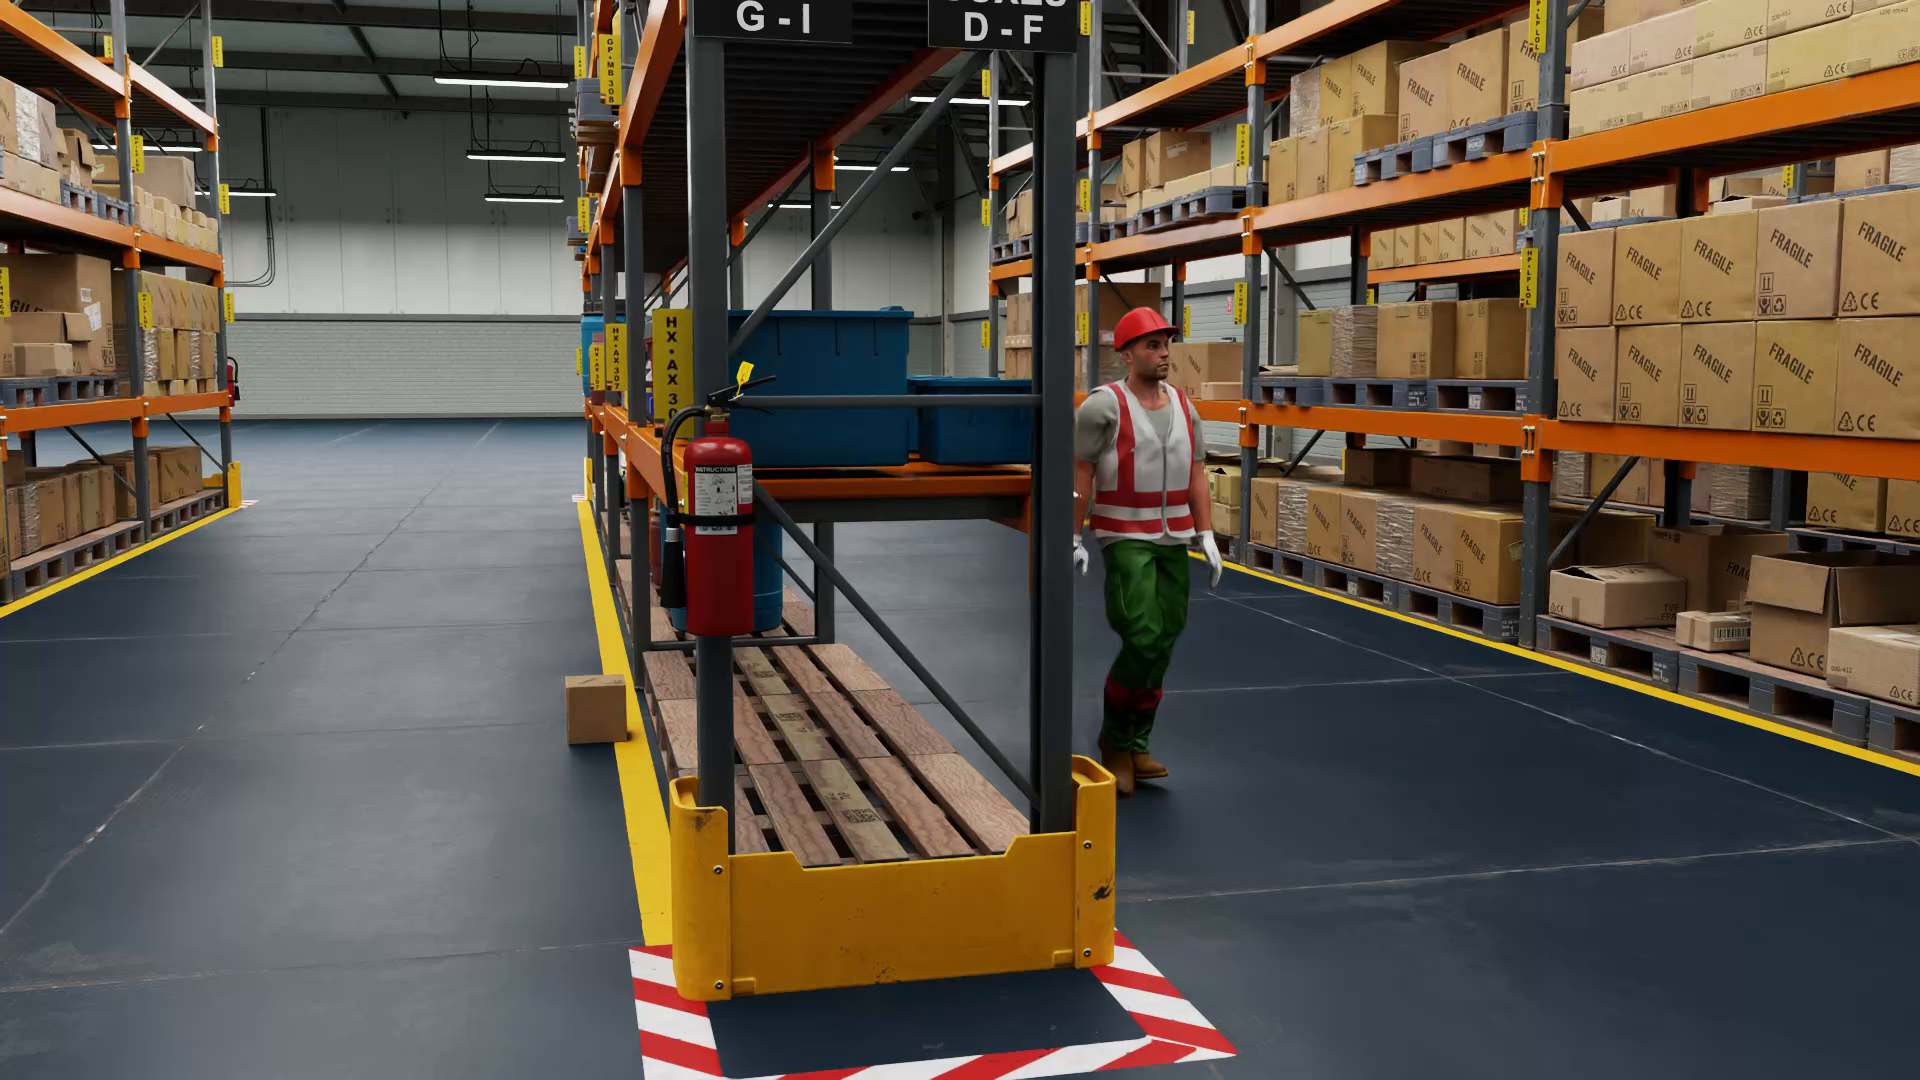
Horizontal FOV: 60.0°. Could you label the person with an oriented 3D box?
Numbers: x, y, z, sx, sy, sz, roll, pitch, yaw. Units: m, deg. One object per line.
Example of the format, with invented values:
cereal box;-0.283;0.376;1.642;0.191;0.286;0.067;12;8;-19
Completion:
person;0.694;0.047;6.198;0.591;1.819;0.480;-3;7;-29
